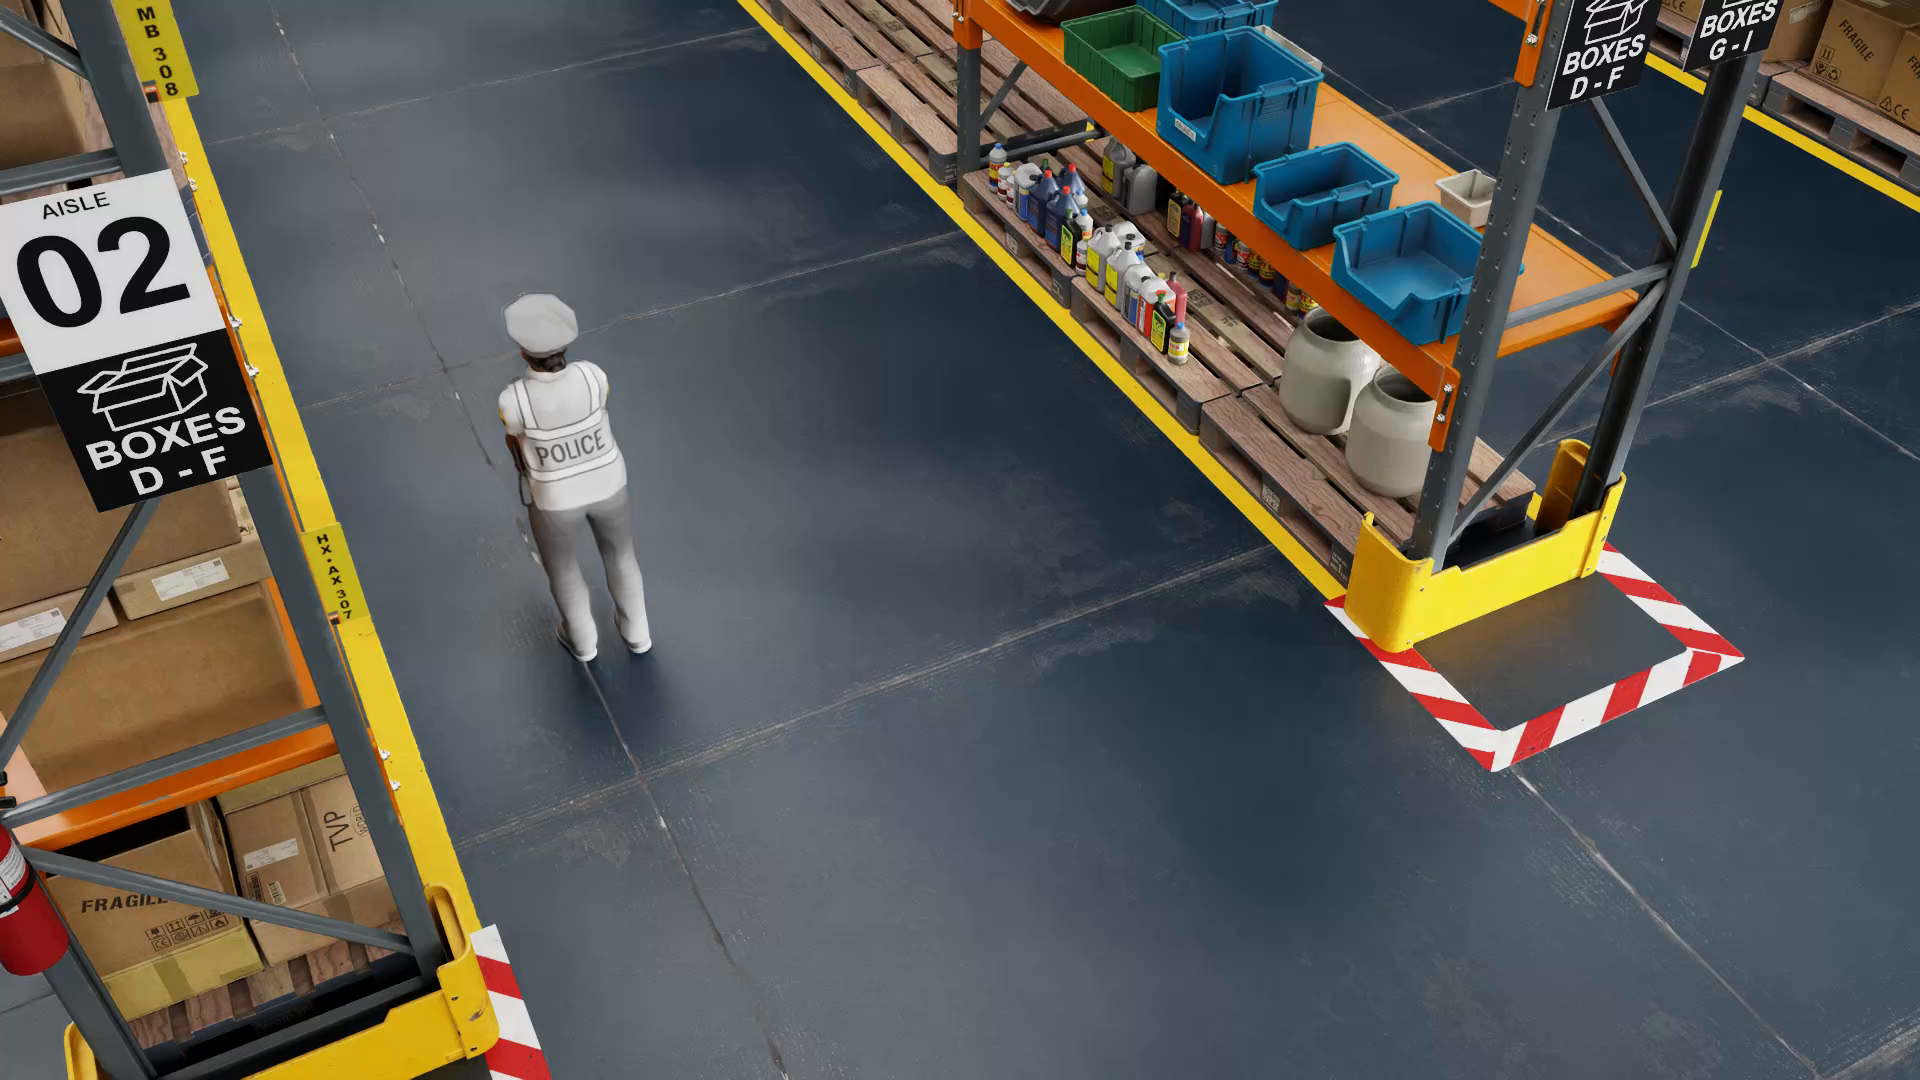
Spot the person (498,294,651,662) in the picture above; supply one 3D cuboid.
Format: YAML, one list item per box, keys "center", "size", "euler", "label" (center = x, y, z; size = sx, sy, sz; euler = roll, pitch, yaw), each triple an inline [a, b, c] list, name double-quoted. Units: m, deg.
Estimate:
- center: [-1.514, -0.233, 6.410]
  size: [0.416, 1.688, 0.525]
  euler: [-20, 45, -21]
  label: "person"
